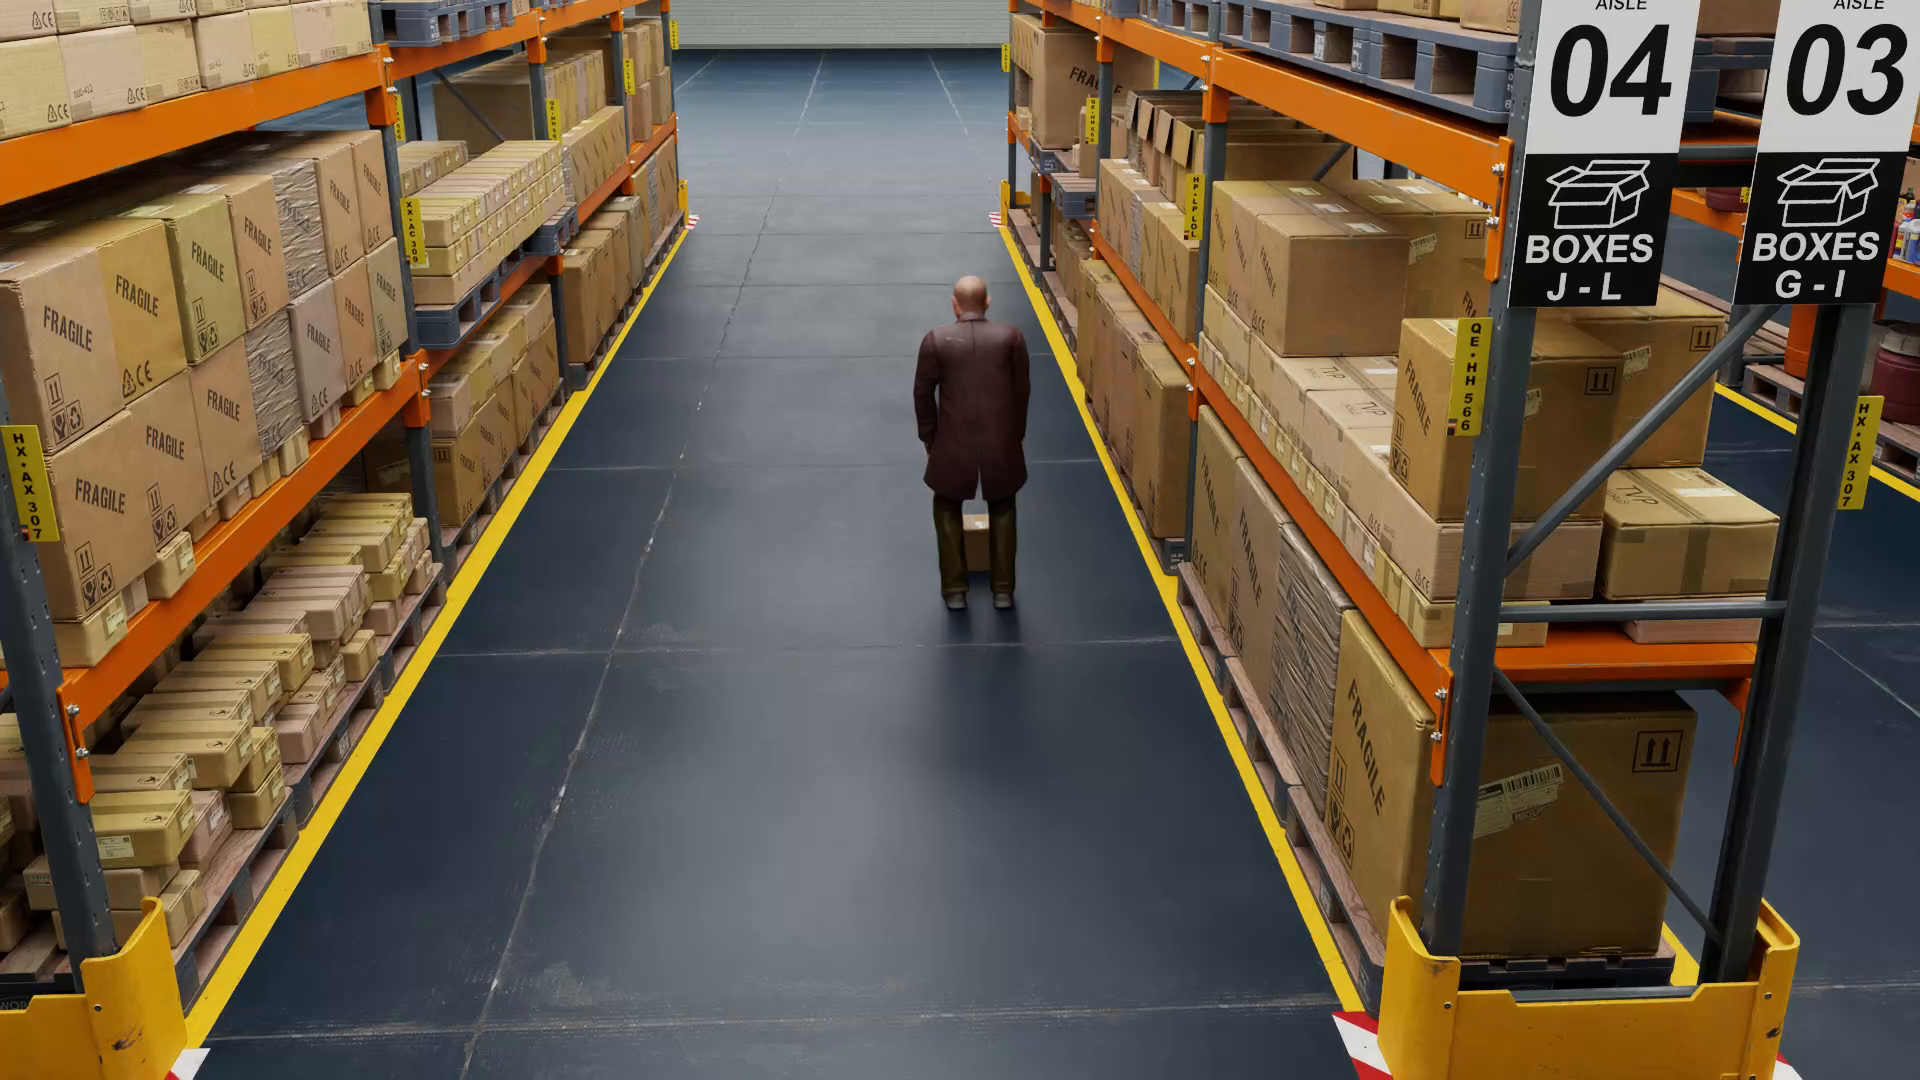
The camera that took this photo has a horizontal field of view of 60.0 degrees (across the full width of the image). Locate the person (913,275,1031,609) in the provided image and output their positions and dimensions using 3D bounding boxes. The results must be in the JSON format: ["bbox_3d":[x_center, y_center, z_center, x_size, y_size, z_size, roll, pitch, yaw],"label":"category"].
[{"bbox_3d":[0.060,-0.490,8.544,0.595,1.715,0.449,-1,20,-2],"label":"person"}]
